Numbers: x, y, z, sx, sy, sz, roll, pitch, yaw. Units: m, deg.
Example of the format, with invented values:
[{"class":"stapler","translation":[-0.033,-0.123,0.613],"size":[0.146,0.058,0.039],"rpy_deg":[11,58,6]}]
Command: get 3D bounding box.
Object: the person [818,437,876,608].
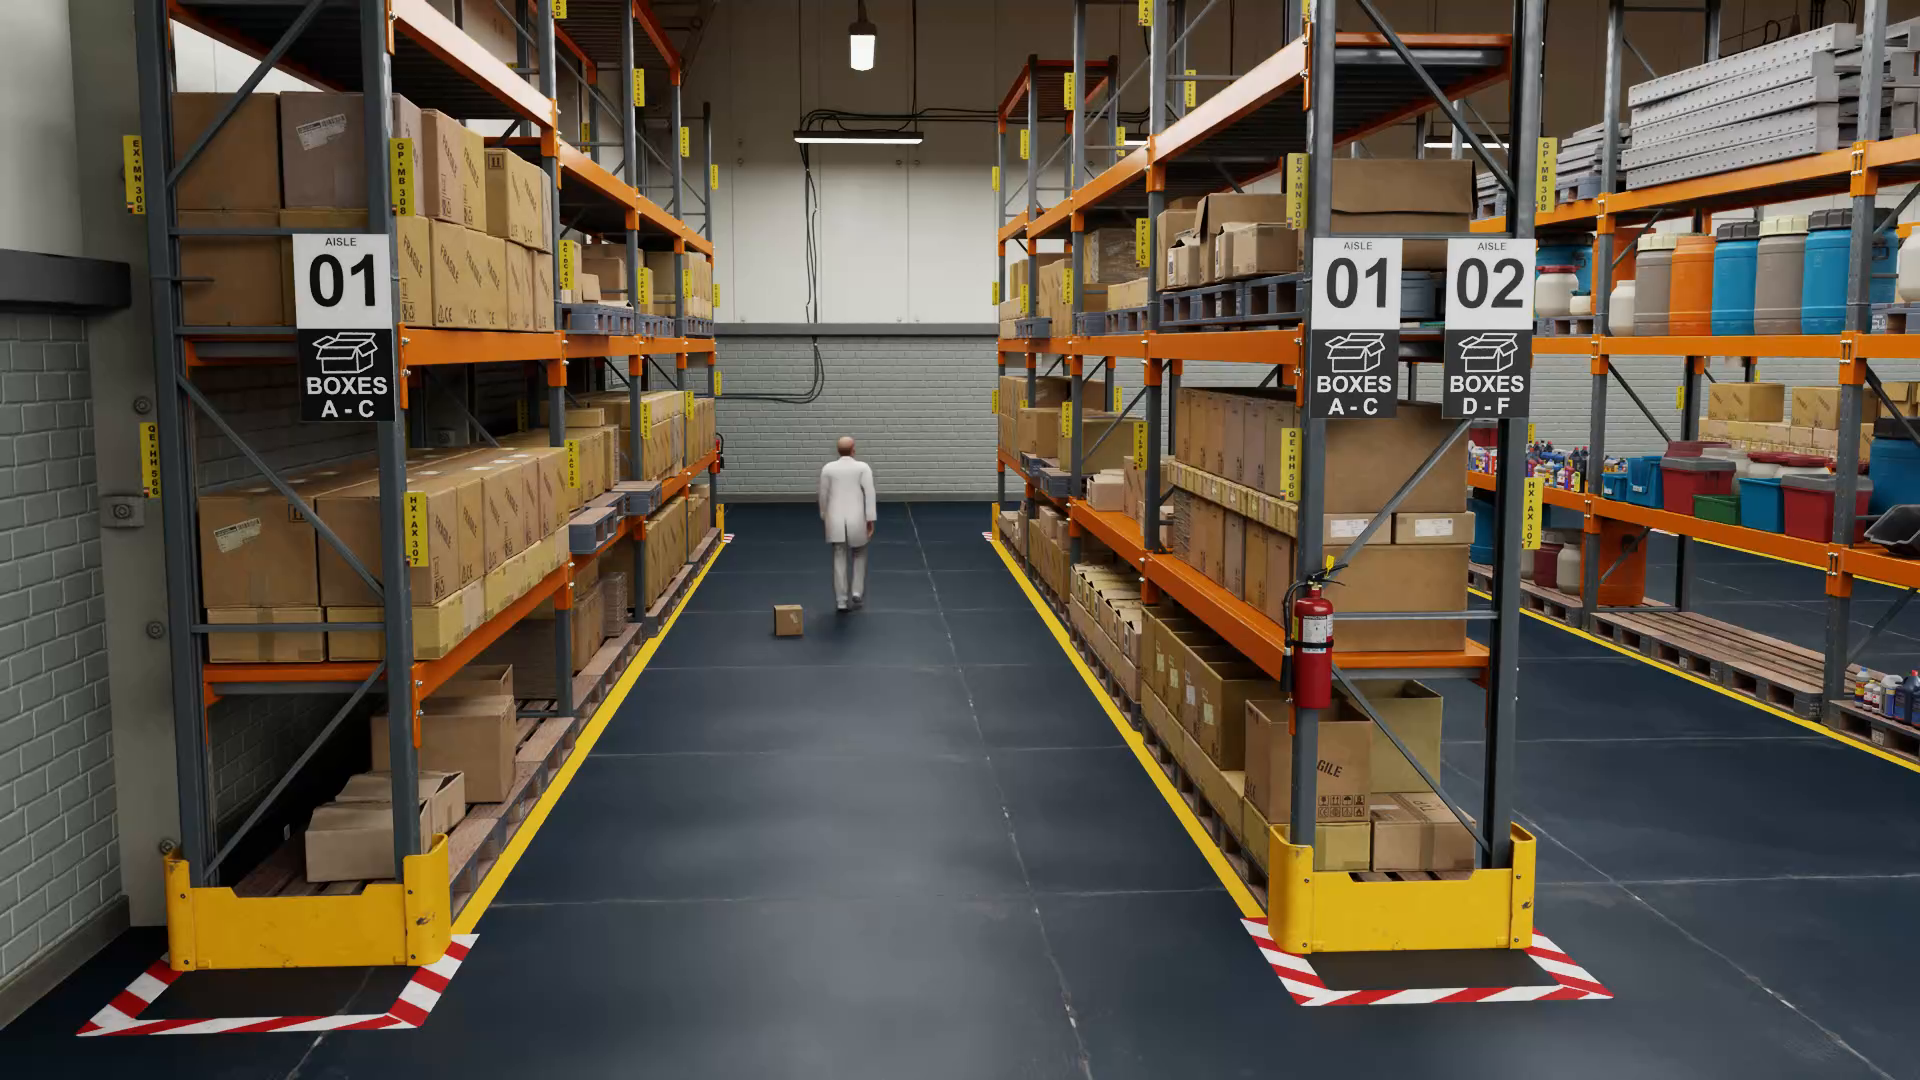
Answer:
[{"class":"person","translation":[-1.164,-0.140,17.263],"size":[0.616,1.863,0.666],"rpy_deg":[0,7,1]}]
